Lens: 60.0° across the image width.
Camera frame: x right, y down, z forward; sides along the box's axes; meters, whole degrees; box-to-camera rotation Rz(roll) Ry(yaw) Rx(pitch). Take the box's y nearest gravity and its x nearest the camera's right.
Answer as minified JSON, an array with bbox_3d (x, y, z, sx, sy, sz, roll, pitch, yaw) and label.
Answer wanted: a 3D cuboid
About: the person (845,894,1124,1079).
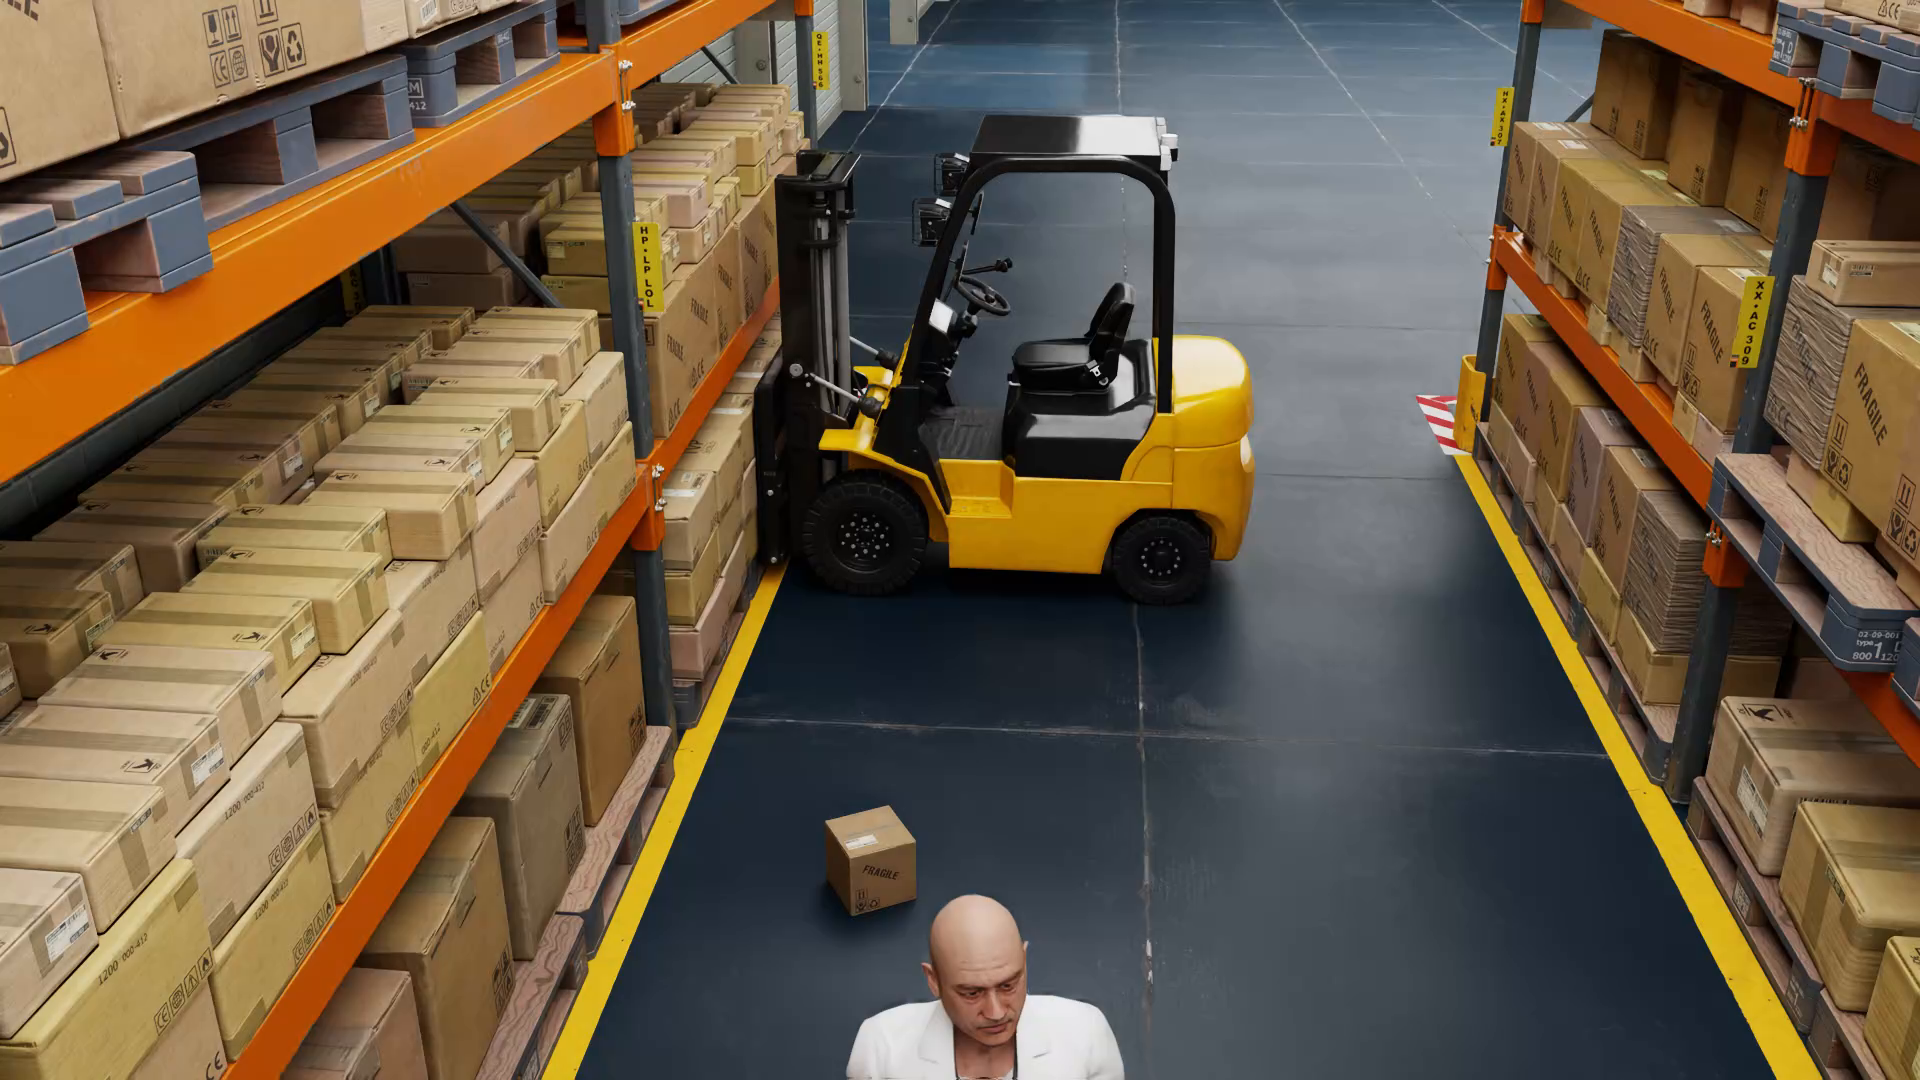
[{"bbox_3d":[0.059,1.450,3.351,0.579,1.762,0.735,-1,24,-3],"label":"person"}]
